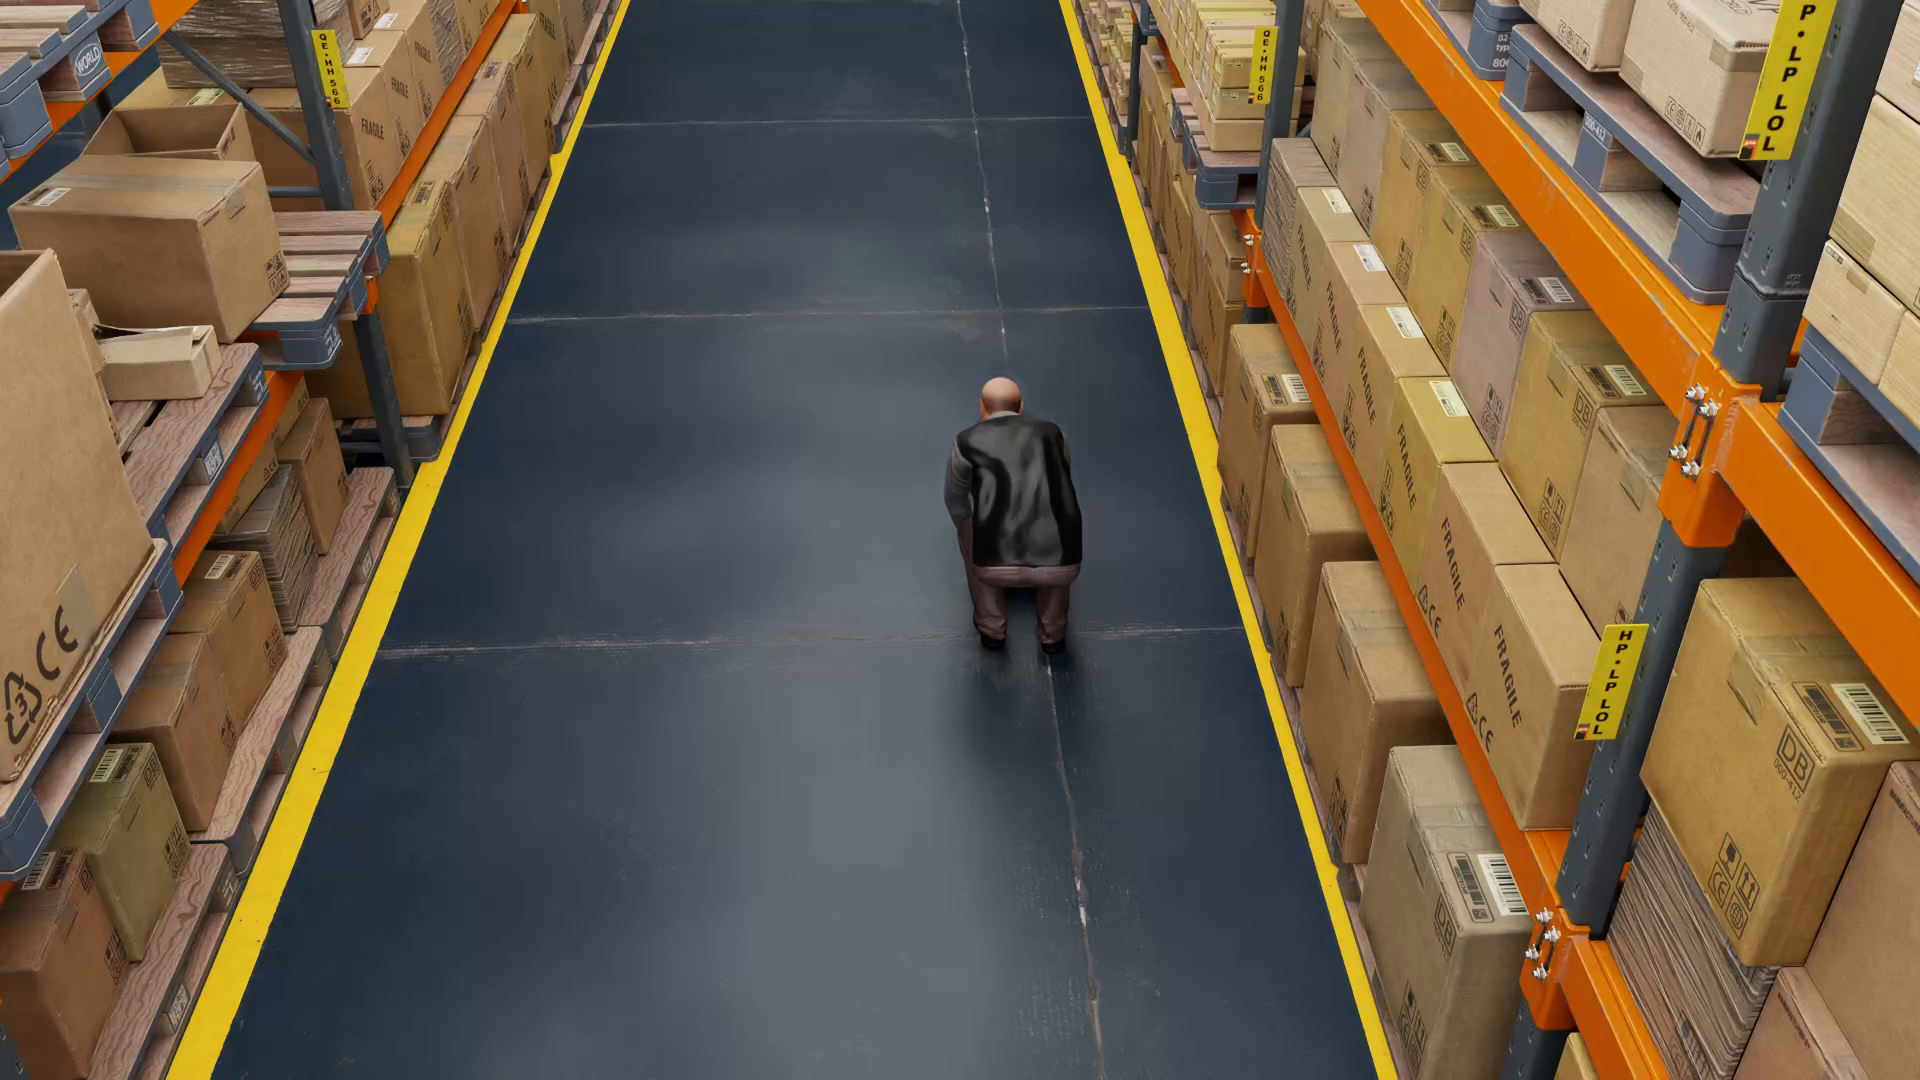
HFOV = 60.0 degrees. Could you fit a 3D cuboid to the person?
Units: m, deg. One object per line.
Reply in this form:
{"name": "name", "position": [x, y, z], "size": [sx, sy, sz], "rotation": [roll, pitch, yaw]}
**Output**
{"name": "person", "position": [0.215, -0.060, 6.878], "size": [0.551, 1.008, 0.852], "rotation": [-2, 35, -2]}
